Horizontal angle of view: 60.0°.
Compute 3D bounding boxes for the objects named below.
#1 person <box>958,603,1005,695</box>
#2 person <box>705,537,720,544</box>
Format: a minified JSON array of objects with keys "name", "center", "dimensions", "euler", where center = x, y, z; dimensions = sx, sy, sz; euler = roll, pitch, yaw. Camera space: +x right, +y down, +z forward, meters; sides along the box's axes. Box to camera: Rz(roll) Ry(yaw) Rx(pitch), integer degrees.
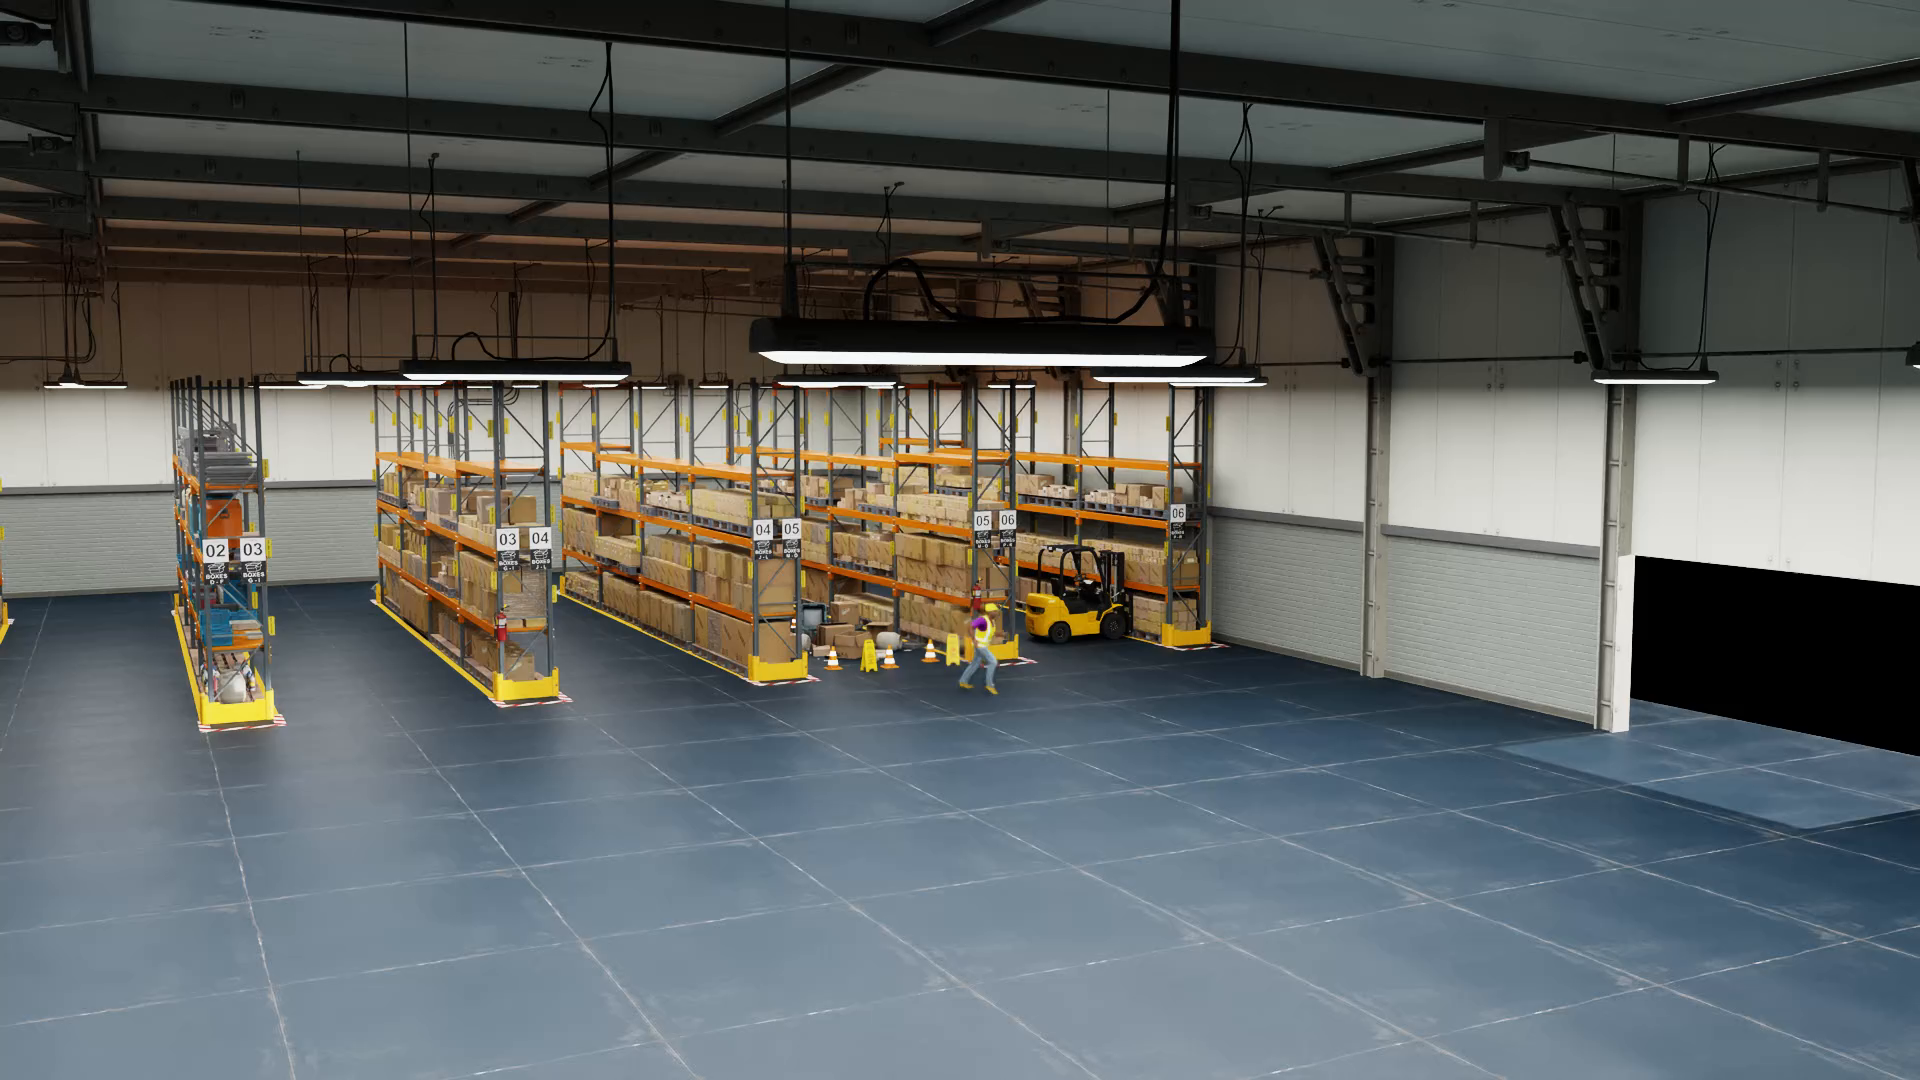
[{"name":"person","center":[0.383,2.057,31.653],"dimensions":[0.900,1.736,0.714],"euler":[2,5,18]},{"name":"person","center":[-7.760,0.187,52.298],"dimensions":[0.683,1.750,0.722],"euler":[4,7,39]}]
